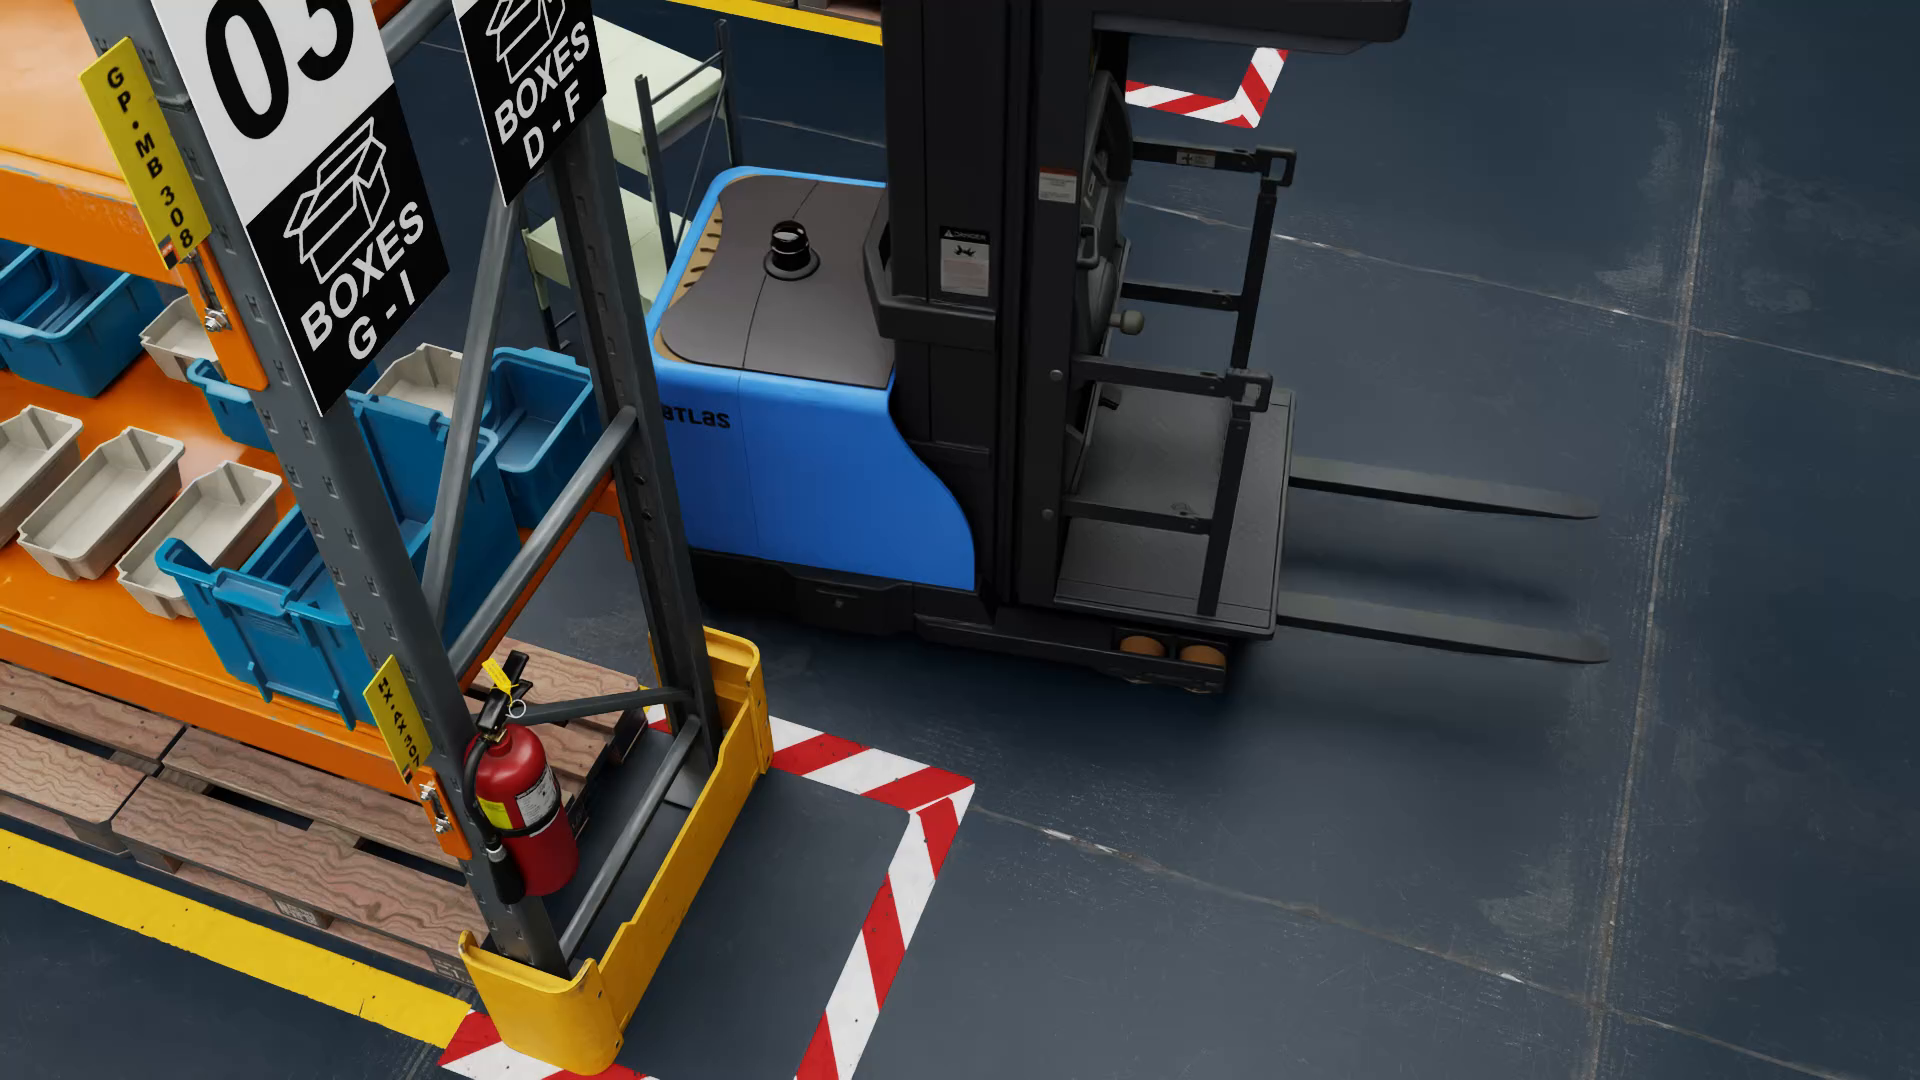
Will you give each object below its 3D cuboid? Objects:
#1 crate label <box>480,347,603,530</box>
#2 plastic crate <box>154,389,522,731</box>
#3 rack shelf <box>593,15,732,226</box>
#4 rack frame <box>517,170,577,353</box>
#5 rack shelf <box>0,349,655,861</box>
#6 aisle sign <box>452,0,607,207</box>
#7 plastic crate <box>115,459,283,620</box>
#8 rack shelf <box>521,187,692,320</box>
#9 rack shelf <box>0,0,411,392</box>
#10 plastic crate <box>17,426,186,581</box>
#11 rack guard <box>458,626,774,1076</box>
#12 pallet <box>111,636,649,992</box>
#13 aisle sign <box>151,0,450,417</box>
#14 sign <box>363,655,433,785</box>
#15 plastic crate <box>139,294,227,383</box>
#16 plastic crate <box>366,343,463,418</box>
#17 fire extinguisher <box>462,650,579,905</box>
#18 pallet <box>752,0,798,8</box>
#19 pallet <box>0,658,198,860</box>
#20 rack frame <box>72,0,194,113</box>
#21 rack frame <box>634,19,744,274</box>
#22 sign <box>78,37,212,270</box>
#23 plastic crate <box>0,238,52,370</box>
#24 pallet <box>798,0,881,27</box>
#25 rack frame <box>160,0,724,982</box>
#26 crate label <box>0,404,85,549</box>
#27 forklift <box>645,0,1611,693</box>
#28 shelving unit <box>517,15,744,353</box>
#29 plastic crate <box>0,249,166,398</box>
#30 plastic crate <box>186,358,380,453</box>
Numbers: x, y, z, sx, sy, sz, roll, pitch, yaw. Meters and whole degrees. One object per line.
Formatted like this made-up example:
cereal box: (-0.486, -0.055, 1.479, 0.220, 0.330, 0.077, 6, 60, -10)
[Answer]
crate label: (-1.068, -0.239, 4.043, 0.303, 0.233, 0.416, 16, 51, 13)
plastic crate: (-1.329, 0.038, 3.669, 0.499, 0.435, 0.616, 16, 51, 13)
rack shelf: (-1.146, -1.419, 5.471, 0.720, 0.370, 0.431, 28, 55, 22)
rack frame: (-1.444, -1.323, 5.904, 0.023, 1.500, 0.400, 28, 55, 22)
rack shelf: (-2.827, -0.264, 4.470, 4.000, 0.370, 1.077, 16, 51, 13)
aisle sign: (-0.780, -1.019, 2.928, 0.004, 0.787, 0.394, 16, 51, 13)
plastic crate: (-1.778, 0.006, 3.895, 0.243, 0.136, 0.396, 16, 51, 13)
rack shelf: (-1.146, -0.949, 6.012, 0.720, 0.370, 0.431, 28, 55, 22)
rack shelf: (-2.827, -1.246, 3.336, 4.000, 0.370, 1.077, 16, 51, 13)
plastic crate: (-2.045, -0.081, 3.970, 0.243, 0.136, 0.396, 16, 51, 13)
rack guard: (-0.923, 0.840, 4.691, 0.348, 0.500, 1.175, 16, 51, 13)
pallet: (-1.711, 0.694, 5.009, 1.213, 0.211, 1.003, 16, 51, 13)
aisle sign: (-0.984, -0.601, 2.565, 0.004, 0.787, 0.394, 16, 51, 13)
sign: (-1.126, 0.365, 3.341, 0.005, 0.325, 0.100, 16, 51, 13)
plastic crate: (-1.976, -0.528, 4.357, 0.298, 0.136, 0.250, 16, 51, 13)
plastic crate: (-1.340, -0.350, 4.203, 0.298, 0.136, 0.250, 16, 51, 13)
fire extinguisher: (-0.966, 0.533, 3.601, 0.183, 0.674, 0.296, 16, 51, 13)
pallet: (-1.190, -3.121, 8.316, 1.213, 0.211, 1.003, 16, 51, 13)
pallet: (-2.851, 0.373, 5.287, 1.213, 0.211, 1.003, 16, 51, 13)
rack frame: (-0.950, -1.941, 1.477, 0.127, 3.000, 1.000, 16, 51, 13)
rack frame: (-0.847, -1.003, 5.626, 0.023, 1.500, 0.400, 28, 55, 22)
sign: (-1.126, -0.530, 2.309, 0.005, 0.325, 0.100, 16, 51, 13)
plastic crate: (-2.585, -0.662, 4.410, 0.300, 0.233, 0.416, 16, 51, 13)
pallet: (-0.050, -2.801, 8.038, 1.213, 0.211, 1.003, 16, 51, 13)
rack frame: (-0.950, 0.024, 3.744, 0.127, 3.000, 1.000, 16, 51, 13)
crate label: (-2.315, -0.136, 4.018, 0.243, 0.136, 0.396, 16, 51, 13)
forklift: (0.587, -0.909, 4.598, 3.031, 2.935, 1.130, 8, 50, 7)
shelving unit: (-1.146, -1.163, 5.765, 0.755, 1.500, 0.431, 28, 55, 22)
plastic crate: (-2.303, -0.584, 4.342, 0.300, 0.233, 0.416, 16, 51, 13)
plastic crate: (-1.685, -0.411, 4.192, 0.300, 0.233, 0.416, 16, 51, 13)
